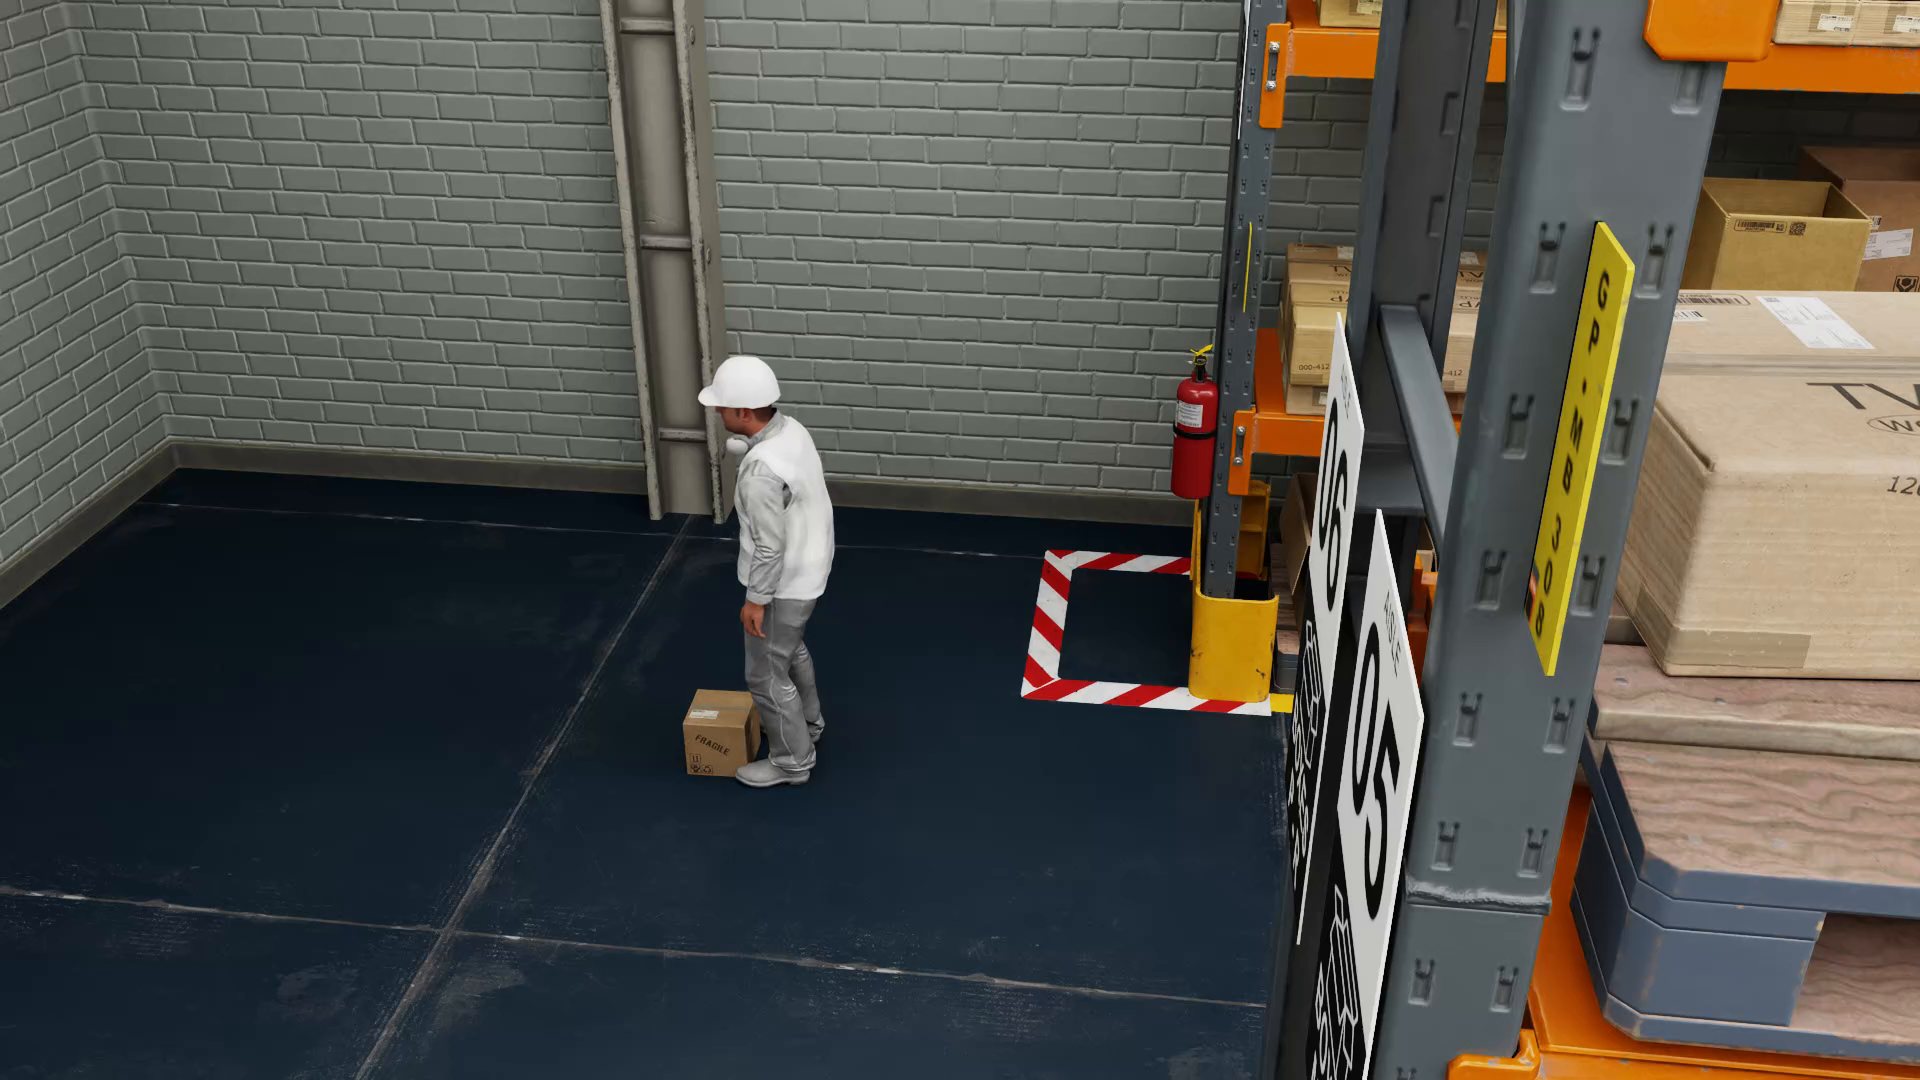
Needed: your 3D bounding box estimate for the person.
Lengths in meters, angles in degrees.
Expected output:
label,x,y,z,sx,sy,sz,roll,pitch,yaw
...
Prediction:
label,x,y,z,sx,sy,sz,roll,pitch,yaw
person,-0.710,0.124,6.363,0.465,1.771,0.582,3,28,6
